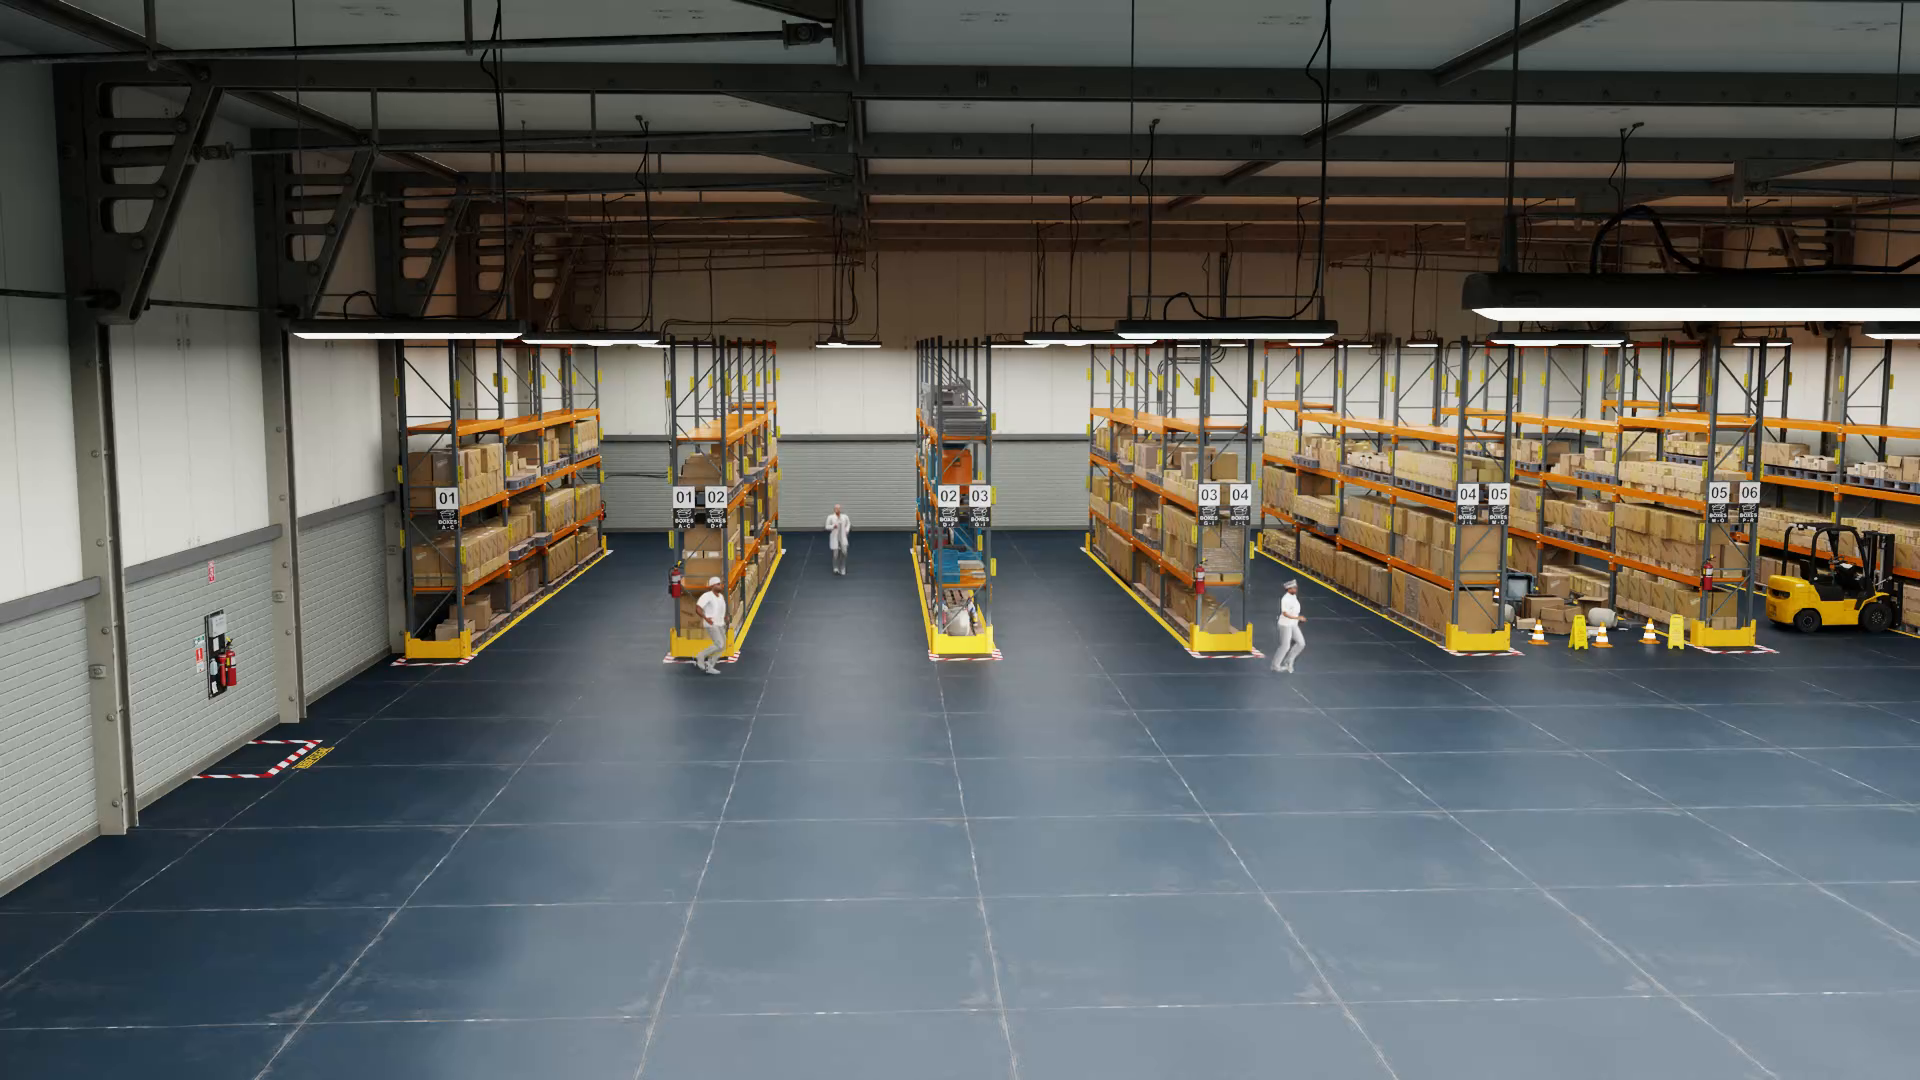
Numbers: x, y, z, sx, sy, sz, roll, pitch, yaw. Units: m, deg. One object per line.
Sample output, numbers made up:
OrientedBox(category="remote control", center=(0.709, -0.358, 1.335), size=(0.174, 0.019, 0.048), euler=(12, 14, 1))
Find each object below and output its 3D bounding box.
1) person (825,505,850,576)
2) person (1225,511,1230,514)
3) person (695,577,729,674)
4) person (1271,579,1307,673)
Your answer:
OrientedBox(category="person", center=(-3.104, 0.015, 42.593), size=(0.684, 1.831, 0.771), euler=(-2, 7, -13))
OrientedBox(category="person", center=(7.440, -0.298, 46.043), size=(0.628, 1.676, 0.671), euler=(0, 6, 3))
OrientedBox(category="person", center=(-4.376, 1.512, 29.619), size=(0.542, 1.718, 0.732), euler=(3, 7, 24))
OrientedBox(category="person", center=(5.890, 1.549, 29.611), size=(0.680, 1.719, 0.588), euler=(5, 8, 37))
